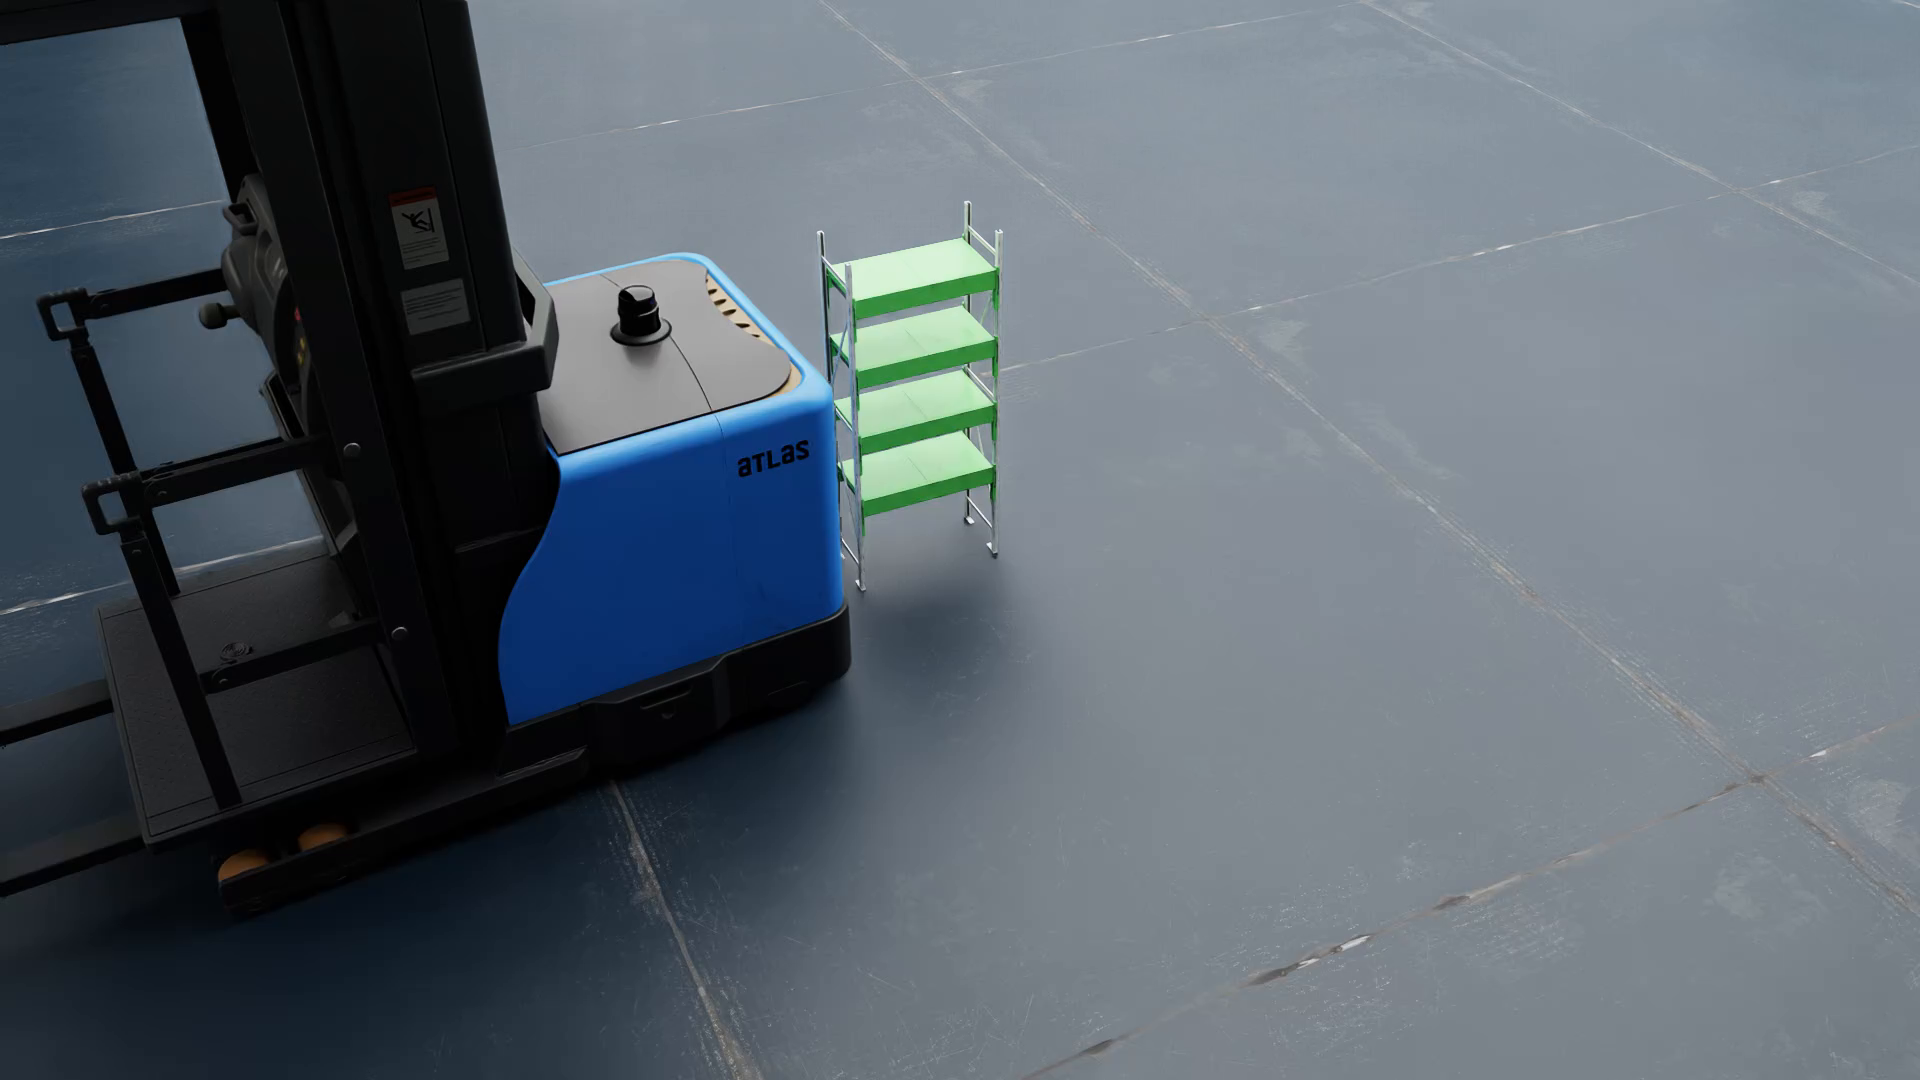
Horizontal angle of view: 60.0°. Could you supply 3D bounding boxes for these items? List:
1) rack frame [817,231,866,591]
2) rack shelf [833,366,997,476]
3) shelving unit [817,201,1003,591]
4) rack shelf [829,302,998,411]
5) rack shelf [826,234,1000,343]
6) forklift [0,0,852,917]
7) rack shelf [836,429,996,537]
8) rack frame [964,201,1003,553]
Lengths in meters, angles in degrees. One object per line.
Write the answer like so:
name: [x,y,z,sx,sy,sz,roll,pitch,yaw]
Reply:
rack frame: [-0.371,-0.378,5.253,0.015,1.200,0.240,-16,39,-20]
rack shelf: [-0.150,-0.389,5.374,0.480,0.148,0.258,-16,39,-20]
shelving unit: [-0.150,-0.440,5.336,0.503,1.200,0.258,-16,39,-20]
rack shelf: [-0.150,-0.581,5.231,0.480,0.148,0.258,-16,39,-20]
rack shelf: [-0.150,-0.774,5.088,0.480,0.148,0.258,-16,39,-20]
forklift: [-1.873,-0.552,4.034,3.031,2.935,1.130,-18,40,-23]
rack shelf: [-0.150,-0.196,5.517,0.480,0.148,0.258,-16,39,-20]
rack frame: [0.071,-0.502,5.419,0.015,1.200,0.240,-16,39,-20]
